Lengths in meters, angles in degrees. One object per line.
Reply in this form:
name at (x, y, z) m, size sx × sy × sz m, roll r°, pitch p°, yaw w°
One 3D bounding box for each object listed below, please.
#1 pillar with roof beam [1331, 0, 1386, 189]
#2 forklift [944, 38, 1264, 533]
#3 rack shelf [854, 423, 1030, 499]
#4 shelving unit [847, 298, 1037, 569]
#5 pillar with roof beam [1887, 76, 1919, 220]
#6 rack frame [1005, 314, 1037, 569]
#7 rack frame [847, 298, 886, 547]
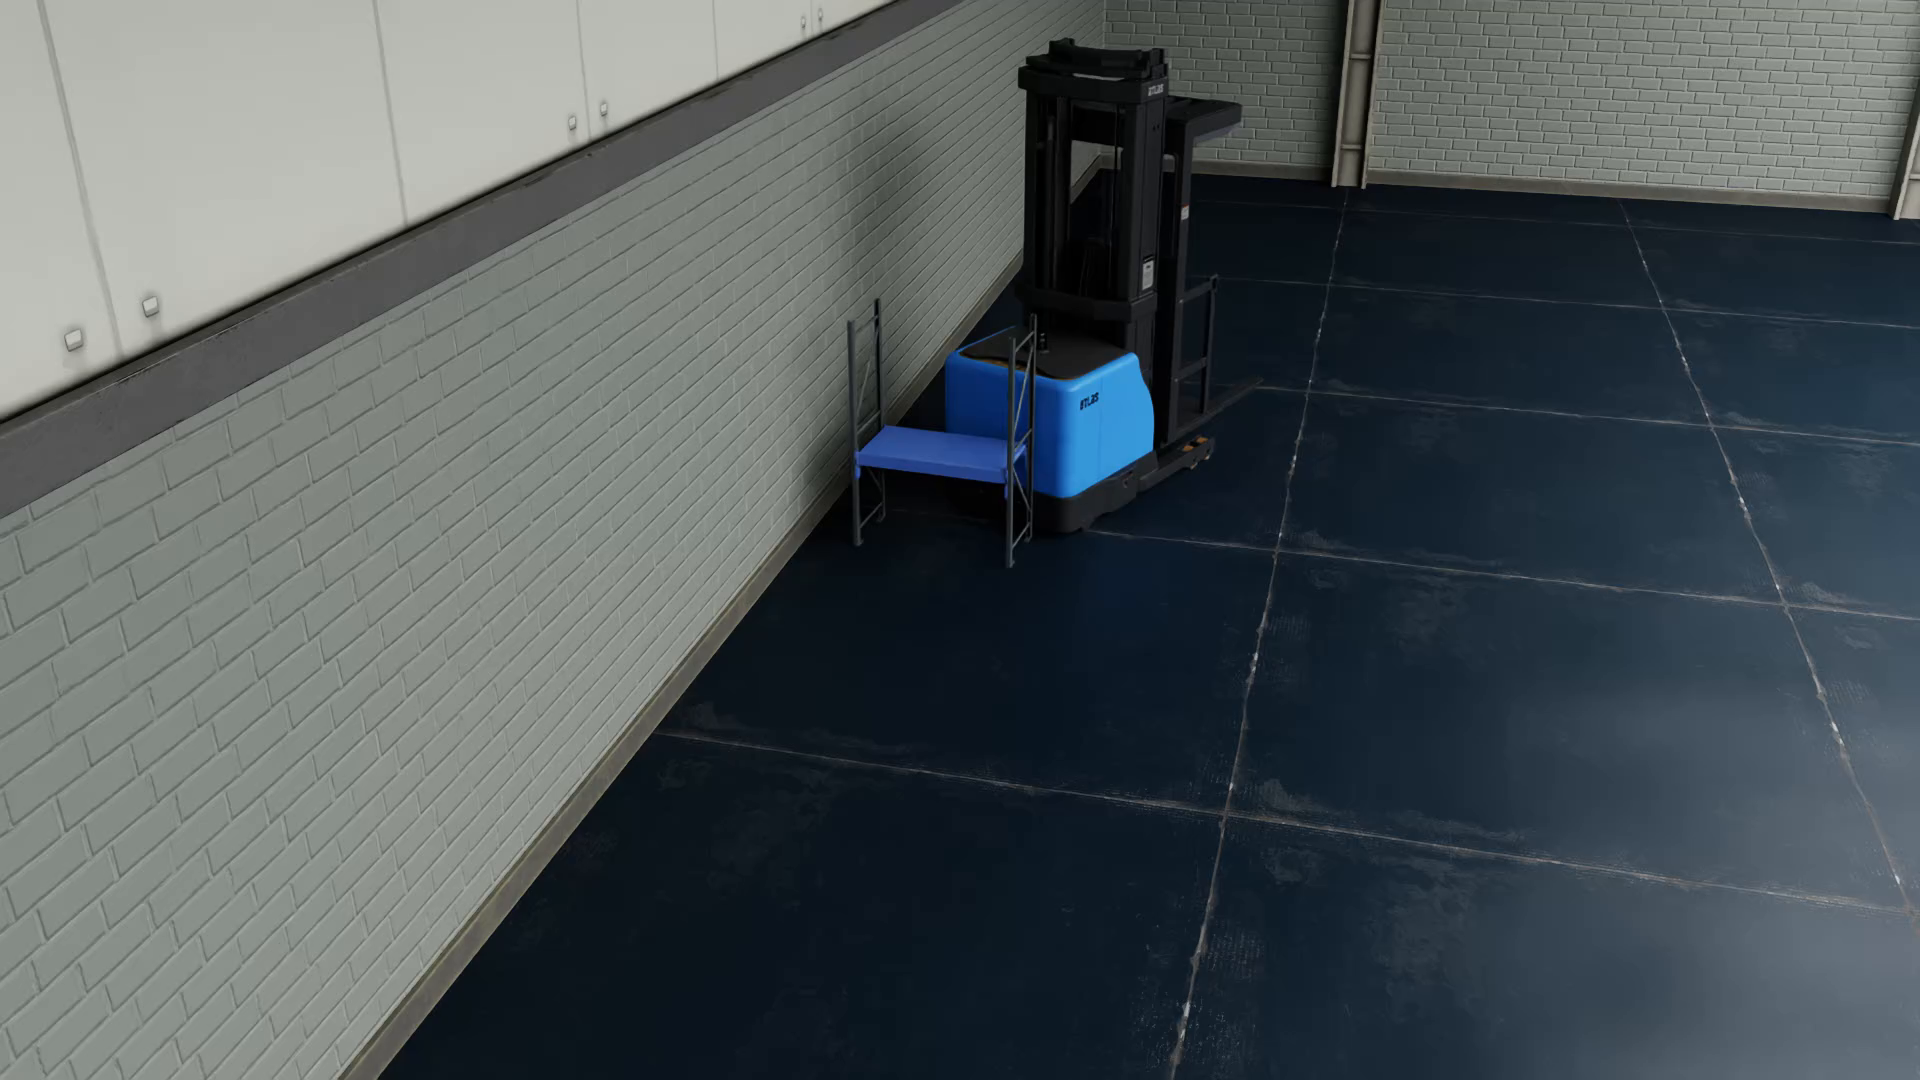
pillar with roof beam at (3.487, -6.441, 13.809) m, size 0.400 × 9.000 × 9.100 m, roll 6°, pitch 26°, yaw 13°
forklift at (1.176, -1.941, 11.416) m, size 1.130 × 2.935 × 3.031 m, roll 18°, pitch 31°, yaw 33°
rack shelf at (-0.106, -0.508, 10.490) m, size 1.000 × 0.185 × 0.538 m, roll 8°, pitch 27°, yaw 16°
shelving unit at (-0.106, -0.670, 10.413) m, size 1.048 × 1.500 × 0.538 m, roll 8°, pitch 27°, yaw 16°
pillar with roof beam at (9.298, -5.798, 12.460) m, size 0.400 × 9.000 × 9.100 m, roll 6°, pitch 26°, yaw 13°
rack frame at (0.377, -0.602, 10.269) m, size 0.032 × 1.500 × 0.500 m, roll 8°, pitch 27°, yaw 16°
rack frame at (-0.589, -0.738, 10.556) m, size 0.032 × 1.500 × 0.500 m, roll 8°, pitch 27°, yaw 16°
